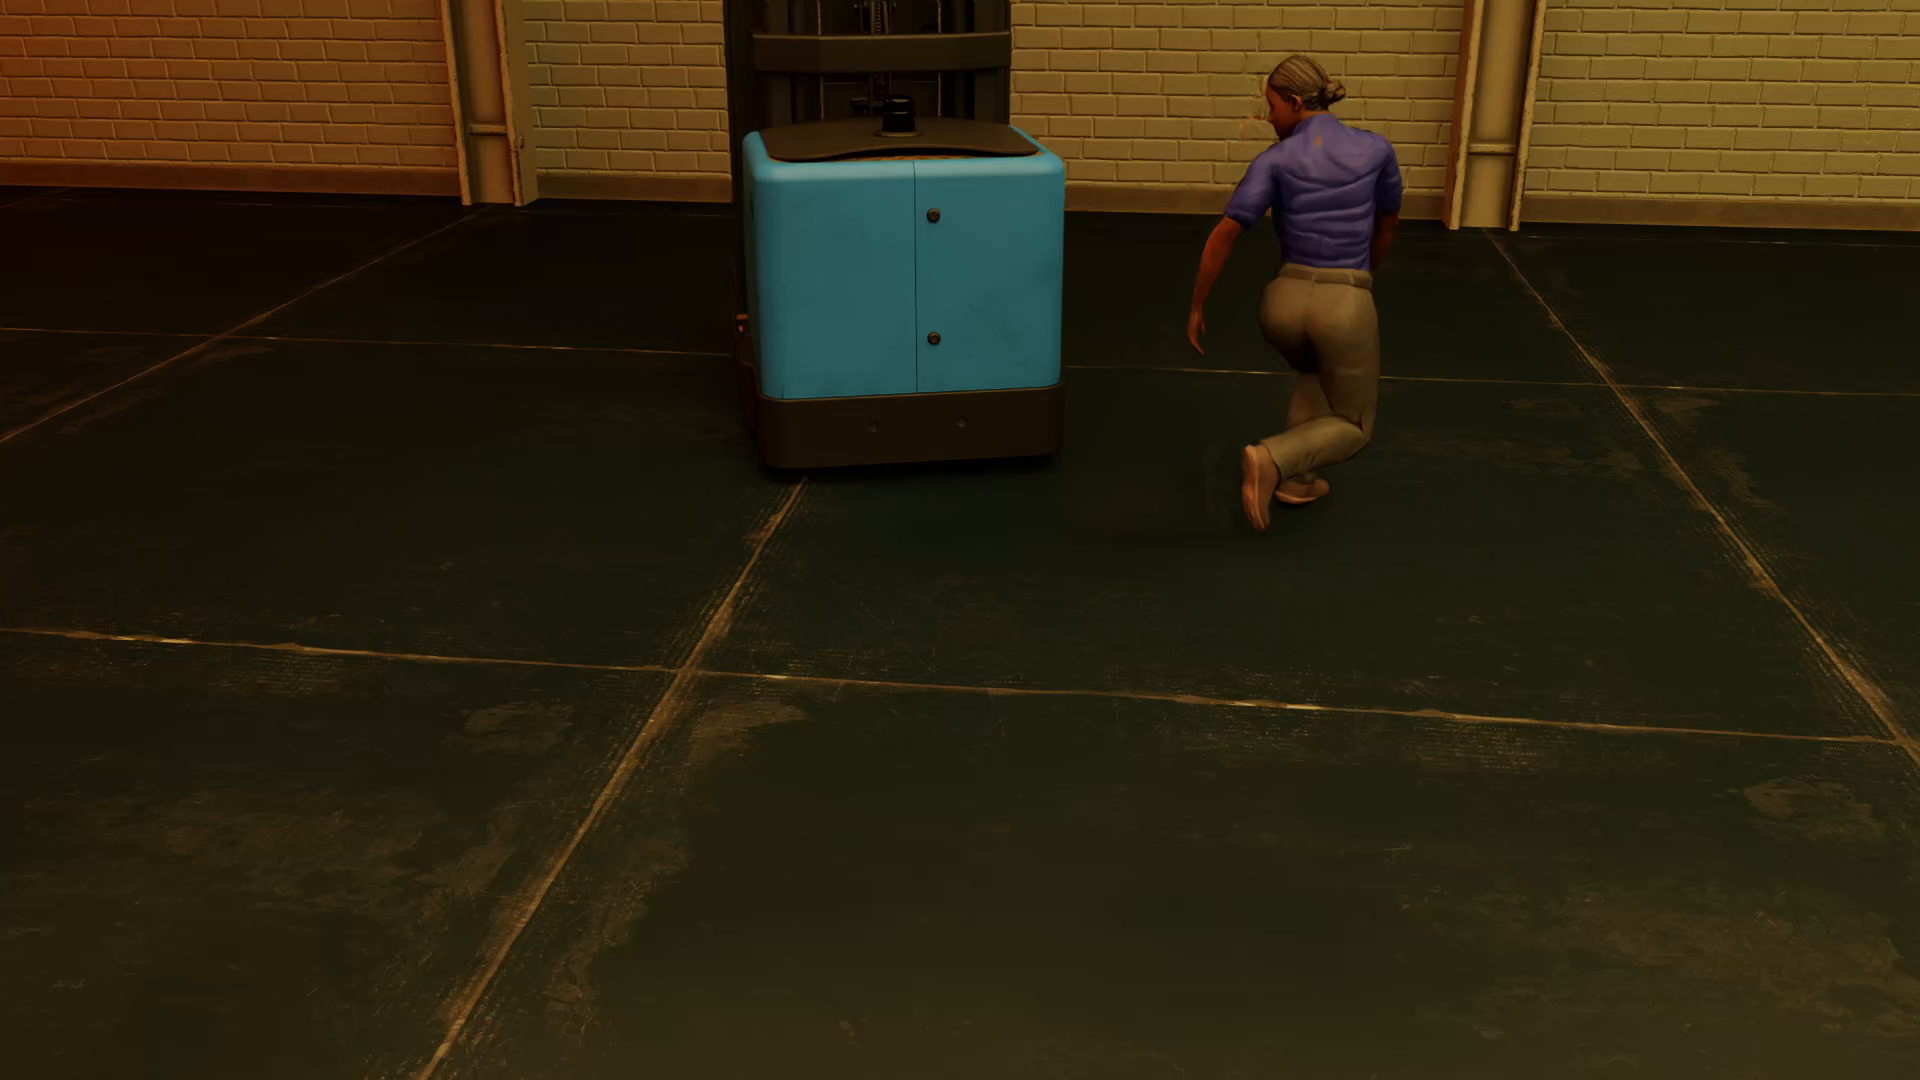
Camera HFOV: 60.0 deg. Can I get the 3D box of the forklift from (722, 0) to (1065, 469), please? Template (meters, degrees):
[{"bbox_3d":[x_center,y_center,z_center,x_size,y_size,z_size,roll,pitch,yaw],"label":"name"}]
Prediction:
[{"bbox_3d":[-0.390,-2.114,6.502,1.130,2.935,3.031,-4,22,-9],"label":"forklift"}]

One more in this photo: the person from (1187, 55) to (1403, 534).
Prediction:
[{"bbox_3d":[1.032,-0.757,5.200,0.583,1.438,0.779,11,24,24],"label":"person"}]
